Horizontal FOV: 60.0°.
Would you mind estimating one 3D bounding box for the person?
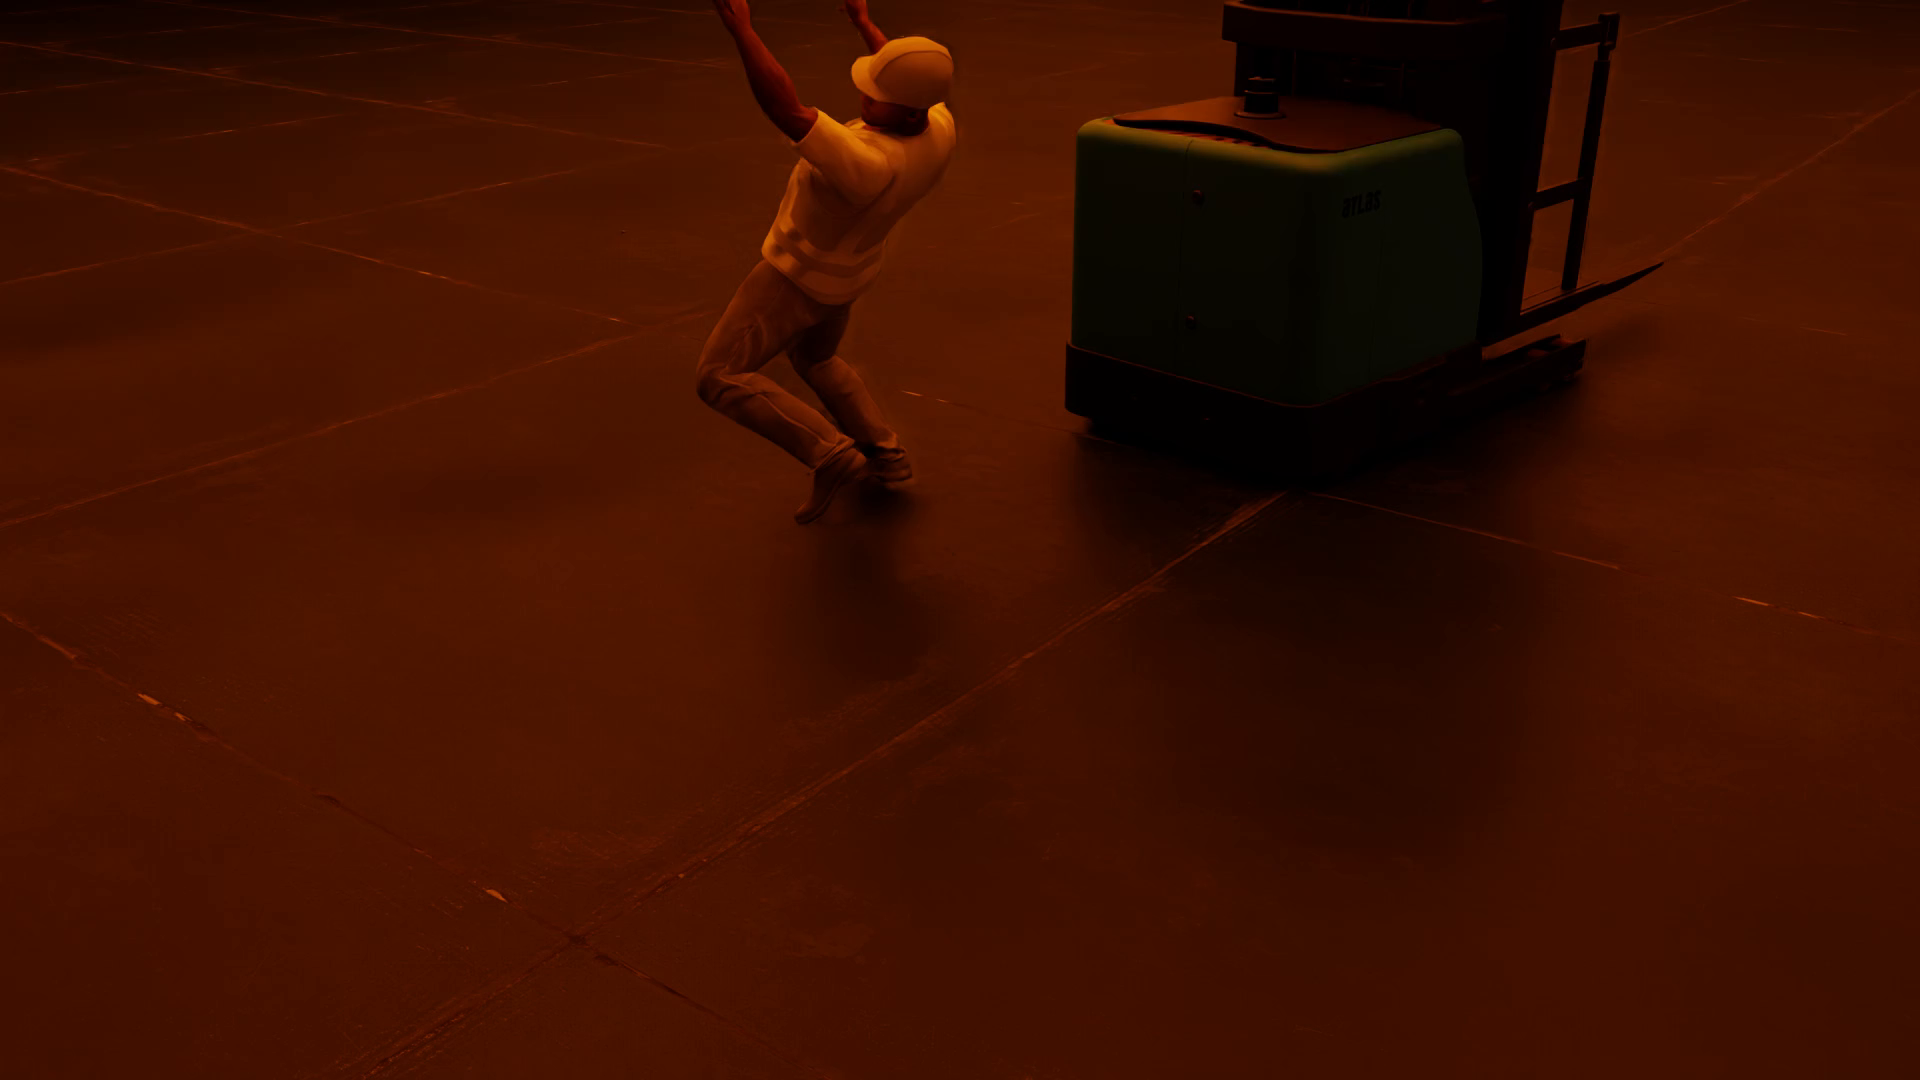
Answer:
[{"bbox_3d":[-0.321,-0.897,5.013,0.743,1.642,1.057,9,25,20],"label":"person"}]

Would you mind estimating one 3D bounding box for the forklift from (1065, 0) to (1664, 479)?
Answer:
[{"bbox_3d":[1.772,-2.031,6.013,3.031,2.935,1.130,-22,32,-40],"label":"forklift"}]
